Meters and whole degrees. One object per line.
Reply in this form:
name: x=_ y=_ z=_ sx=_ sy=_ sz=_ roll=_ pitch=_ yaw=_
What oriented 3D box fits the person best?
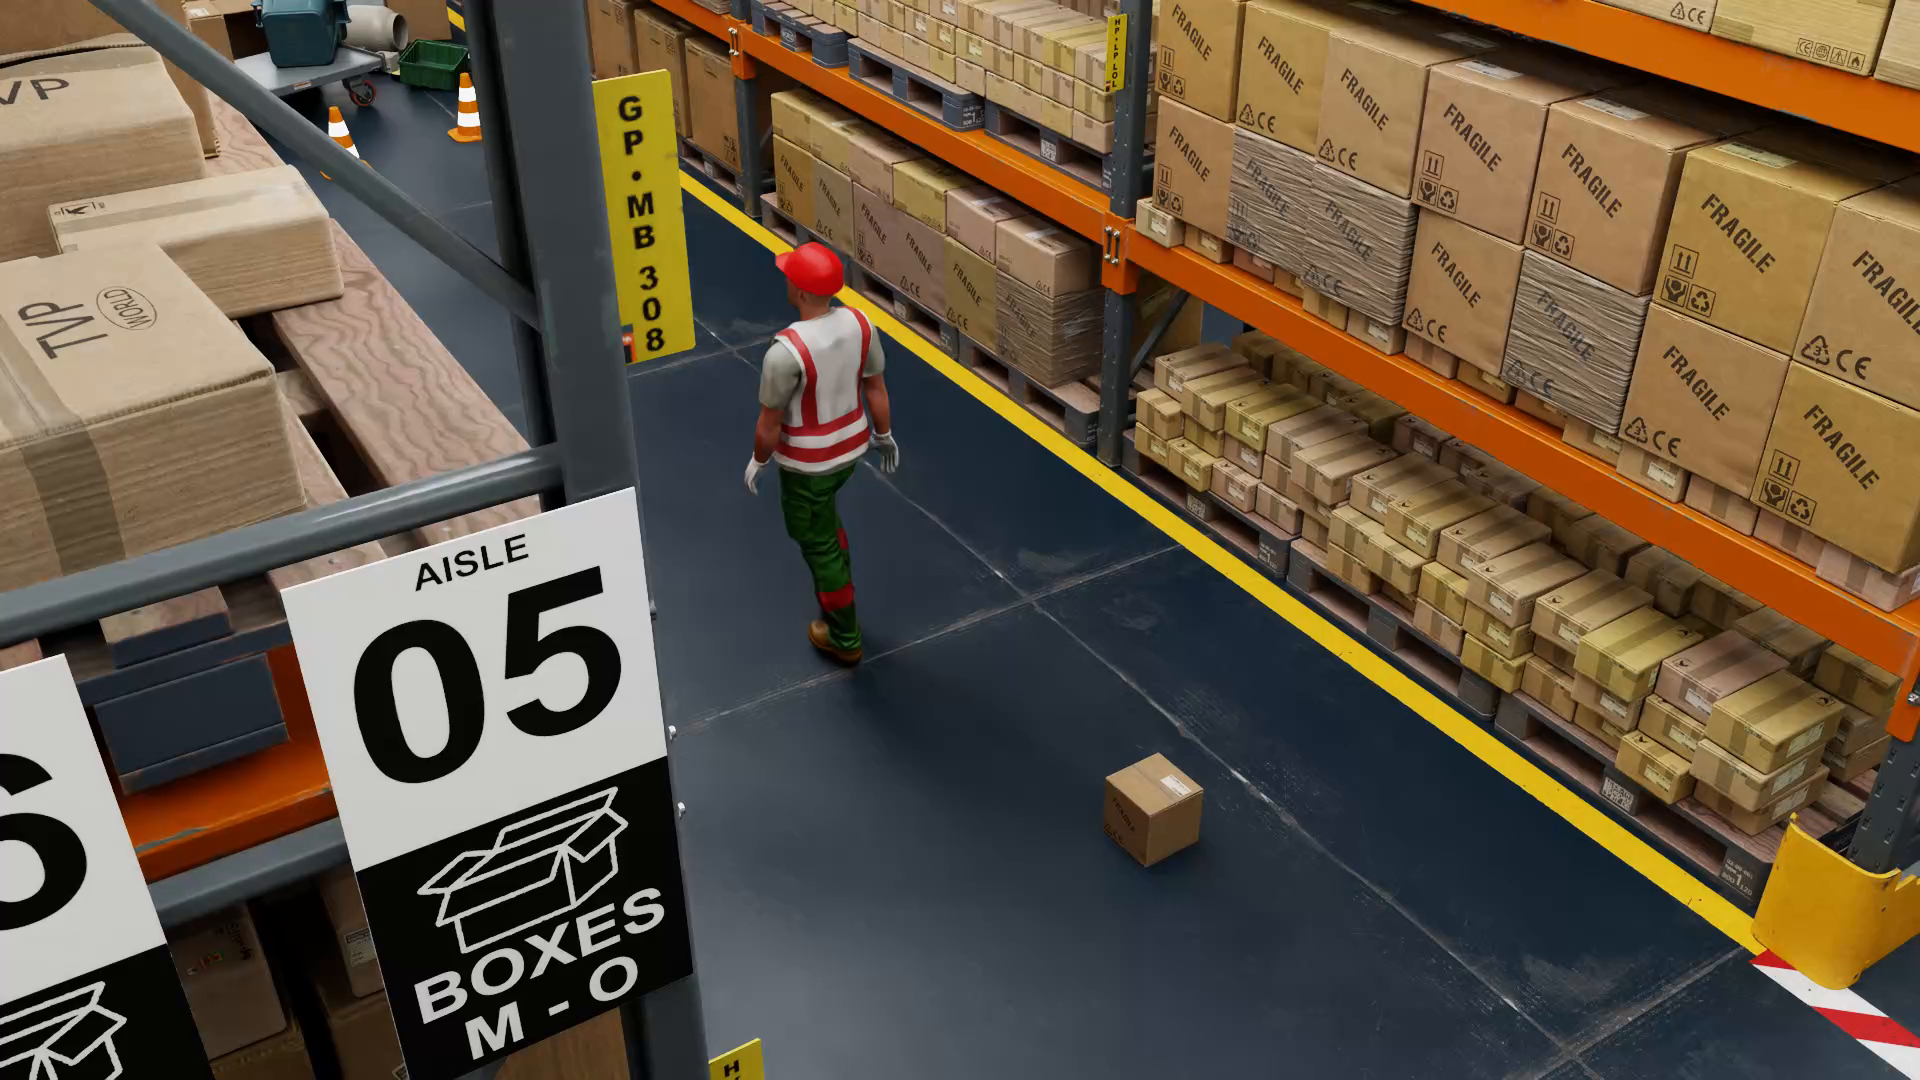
person: x=-0.567 y=-0.335 z=6.635 sx=0.511 sy=1.834 sz=0.592 roll=26 pitch=40 yaw=34
